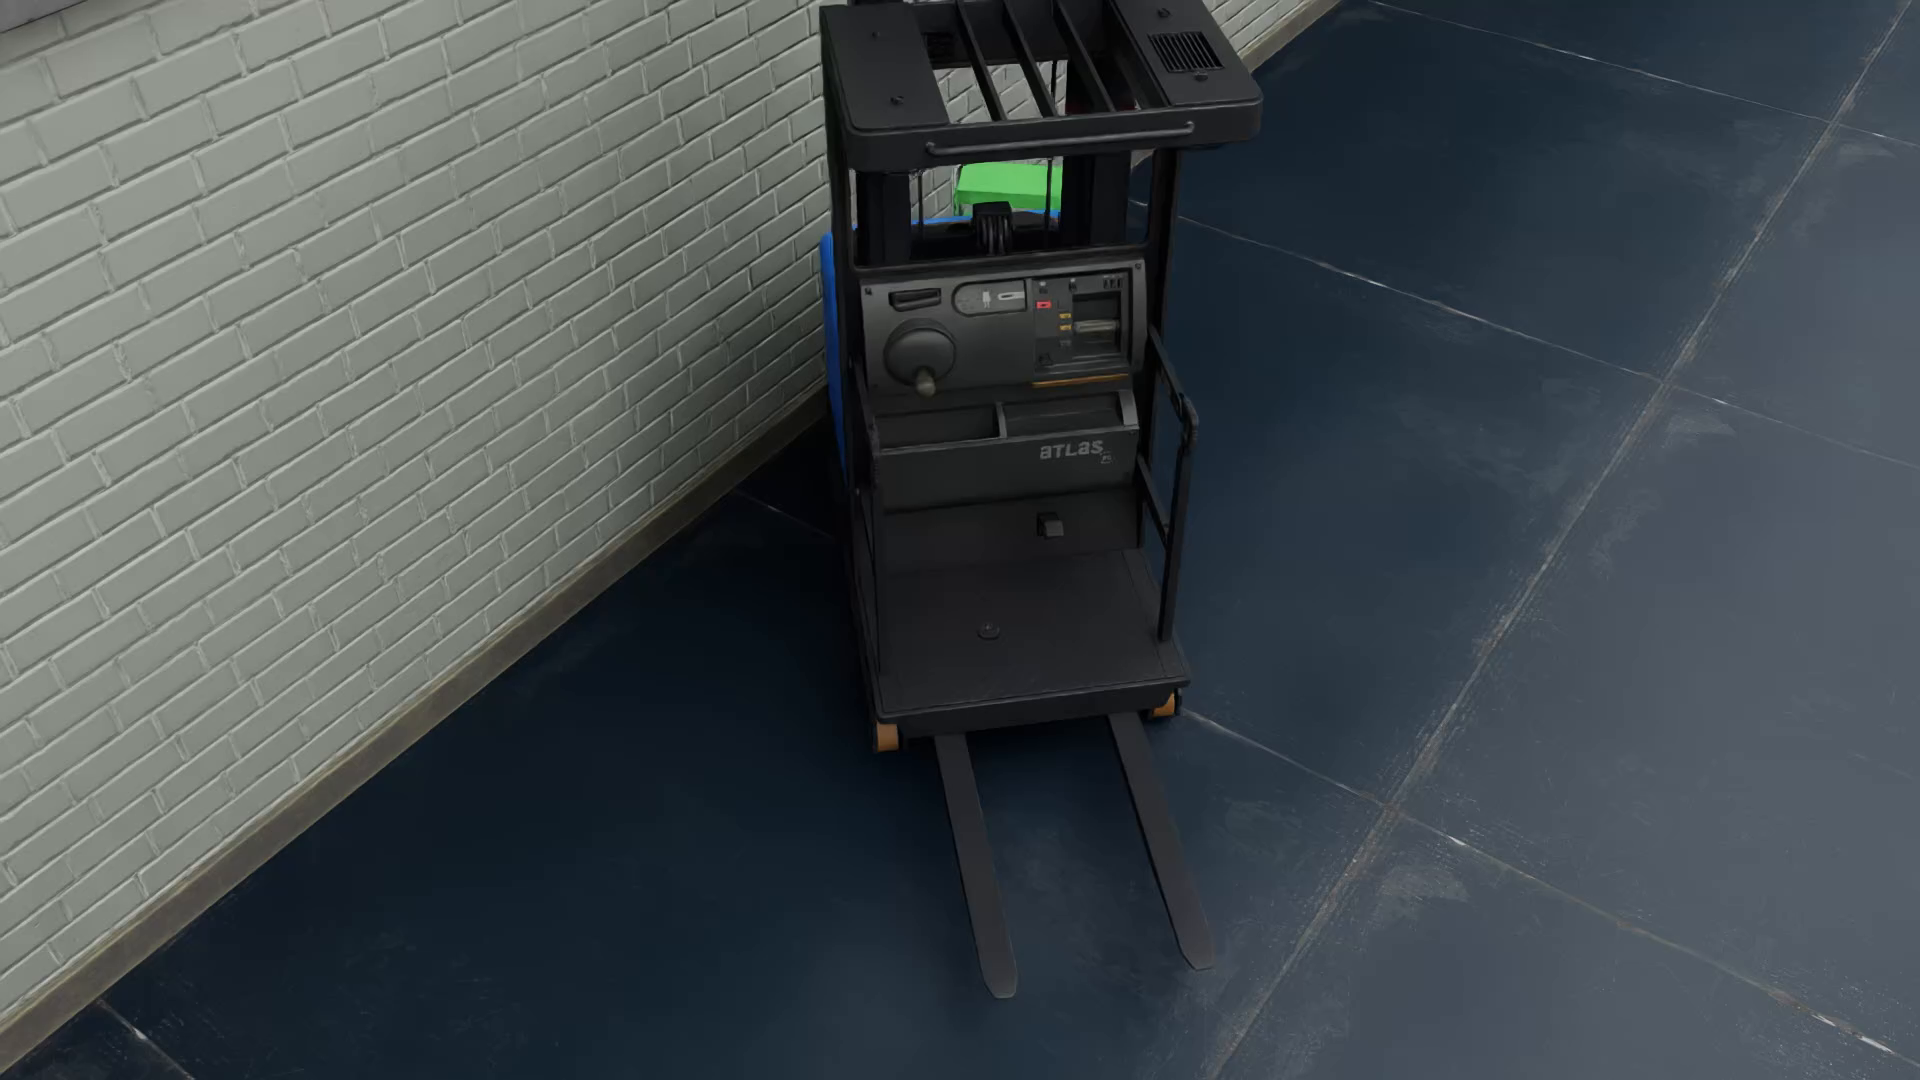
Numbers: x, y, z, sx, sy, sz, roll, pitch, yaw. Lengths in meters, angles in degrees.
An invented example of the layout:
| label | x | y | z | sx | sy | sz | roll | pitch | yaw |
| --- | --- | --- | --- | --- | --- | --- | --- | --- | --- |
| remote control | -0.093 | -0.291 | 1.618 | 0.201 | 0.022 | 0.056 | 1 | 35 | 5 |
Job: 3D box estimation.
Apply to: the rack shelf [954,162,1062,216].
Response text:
| label | x | y | z | sx | sy | sz | roll | pitch | yaw |
| --- | --- | --- | --- | --- | --- | --- | --- | --- | --- |
| rack shelf | 0.228 | -1.428 | 6.822 | 0.480 | 0.148 | 0.258 | 5 | 42 | 5 |

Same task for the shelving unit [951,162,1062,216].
| label | x | y | z | sx | sy | sz | roll | pitch | yaw |
| --- | --- | --- | --- | --- | --- | --- | --- | --- | --- |
| shelving unit | 0.228 | -1.118 | 7.100 | 0.503 | 1.200 | 0.258 | 5 | 42 | 5 |

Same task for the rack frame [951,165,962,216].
| label | x | y | z | sx | sy | sz | roll | pitch | yaw |
| --- | --- | --- | --- | --- | --- | --- | --- | --- | --- |
| rack frame | -0.014 | -1.137 | 7.121 | 0.015 | 1.200 | 0.240 | 5 | 42 | 5 |

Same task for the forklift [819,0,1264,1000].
| label | x | y | z | sx | sy | sz | roll | pitch | yaw |
| --- | --- | --- | --- | --- | --- | --- | --- | --- | --- |
| forklift | 0.183 | -0.605 | 5.228 | 1.130 | 2.935 | 3.031 | -6 | 42 | -7 |

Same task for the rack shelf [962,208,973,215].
| label | x | y | z | sx | sy | sz | roll | pitch | yaw |
| --- | --- | --- | --- | --- | --- | --- | --- | --- | --- |
| rack shelf | 0.228 | -1.249 | 6.982 | 0.480 | 0.148 | 0.258 | 5 | 42 | 5 |
